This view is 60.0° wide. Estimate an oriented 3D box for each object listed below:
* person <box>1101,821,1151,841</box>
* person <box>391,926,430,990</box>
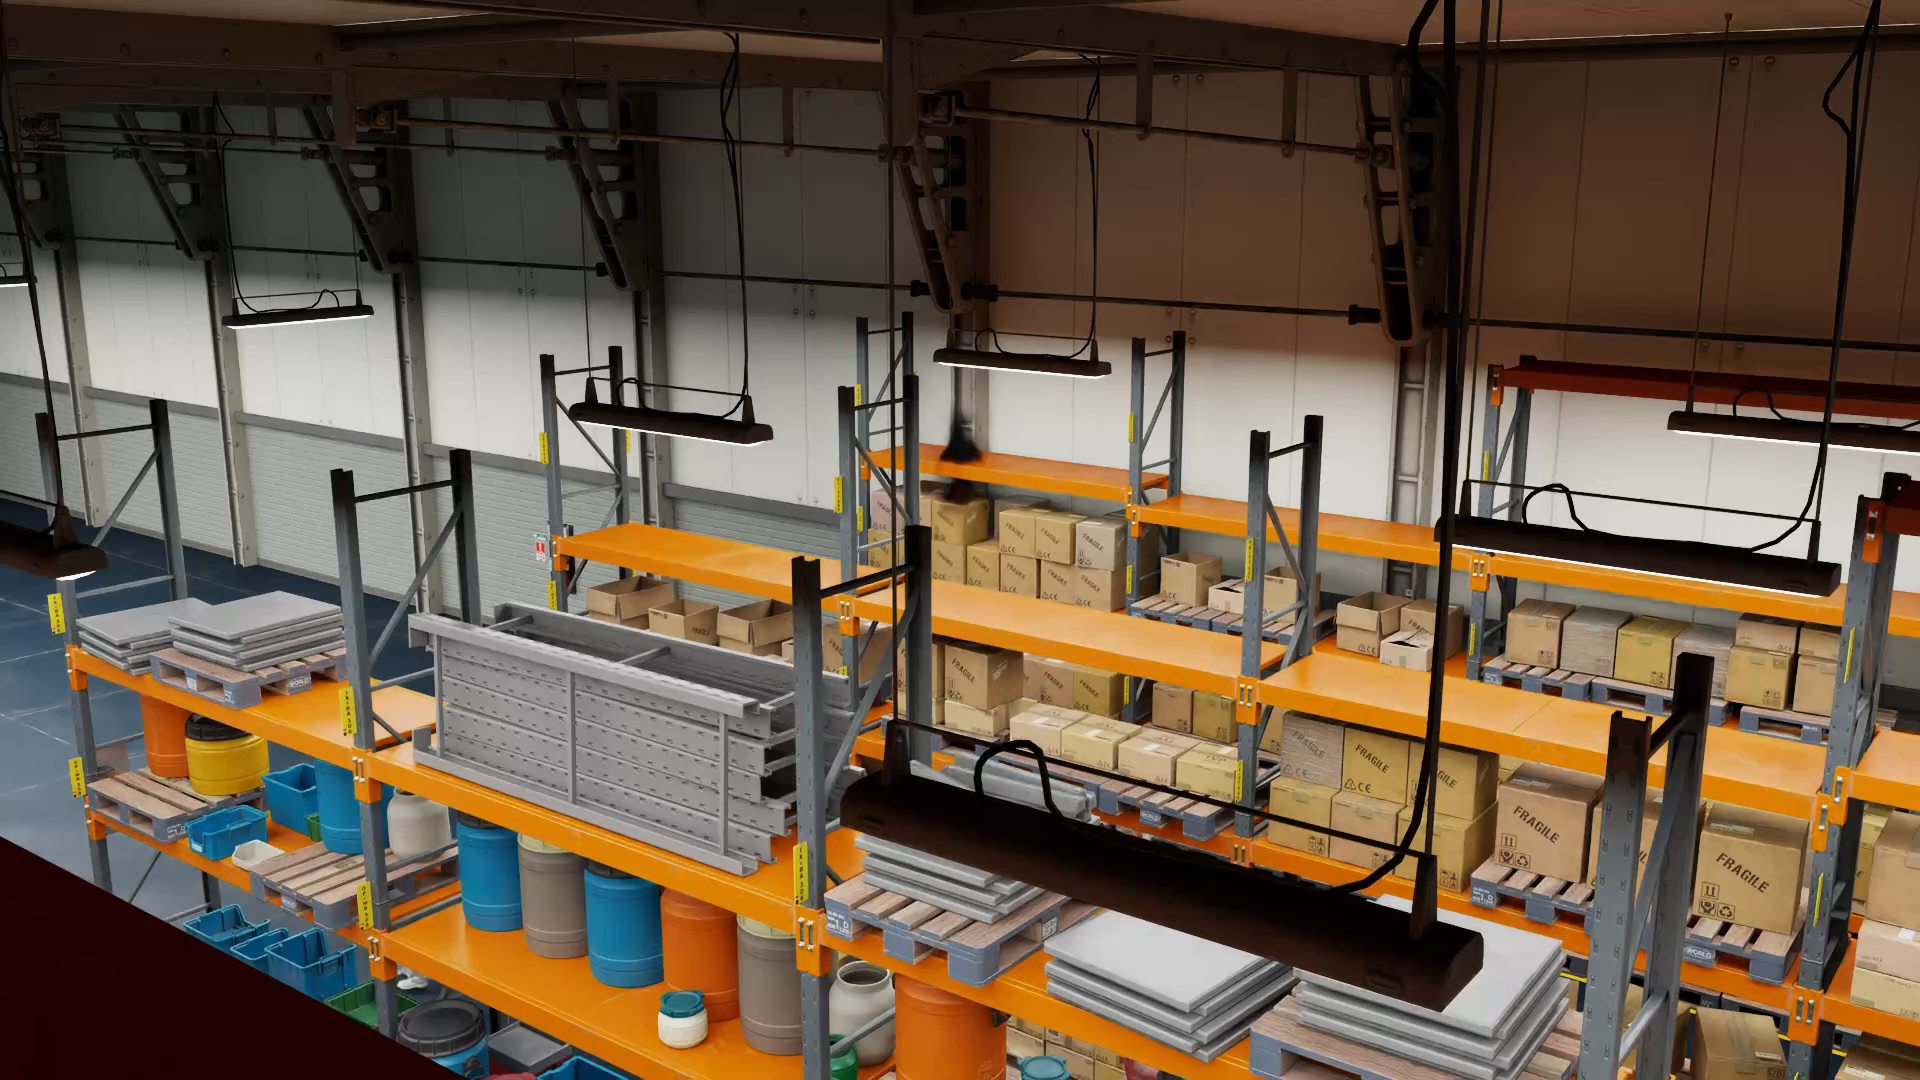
[{"bbox_3d":[1.759,3.249,17.312,0.772,1.766,0.650,9,16,33],"label":"person"},{"bbox_3d":[-5.609,3.551,16.077,0.829,1.722,0.615,0,13,0],"label":"person"}]
